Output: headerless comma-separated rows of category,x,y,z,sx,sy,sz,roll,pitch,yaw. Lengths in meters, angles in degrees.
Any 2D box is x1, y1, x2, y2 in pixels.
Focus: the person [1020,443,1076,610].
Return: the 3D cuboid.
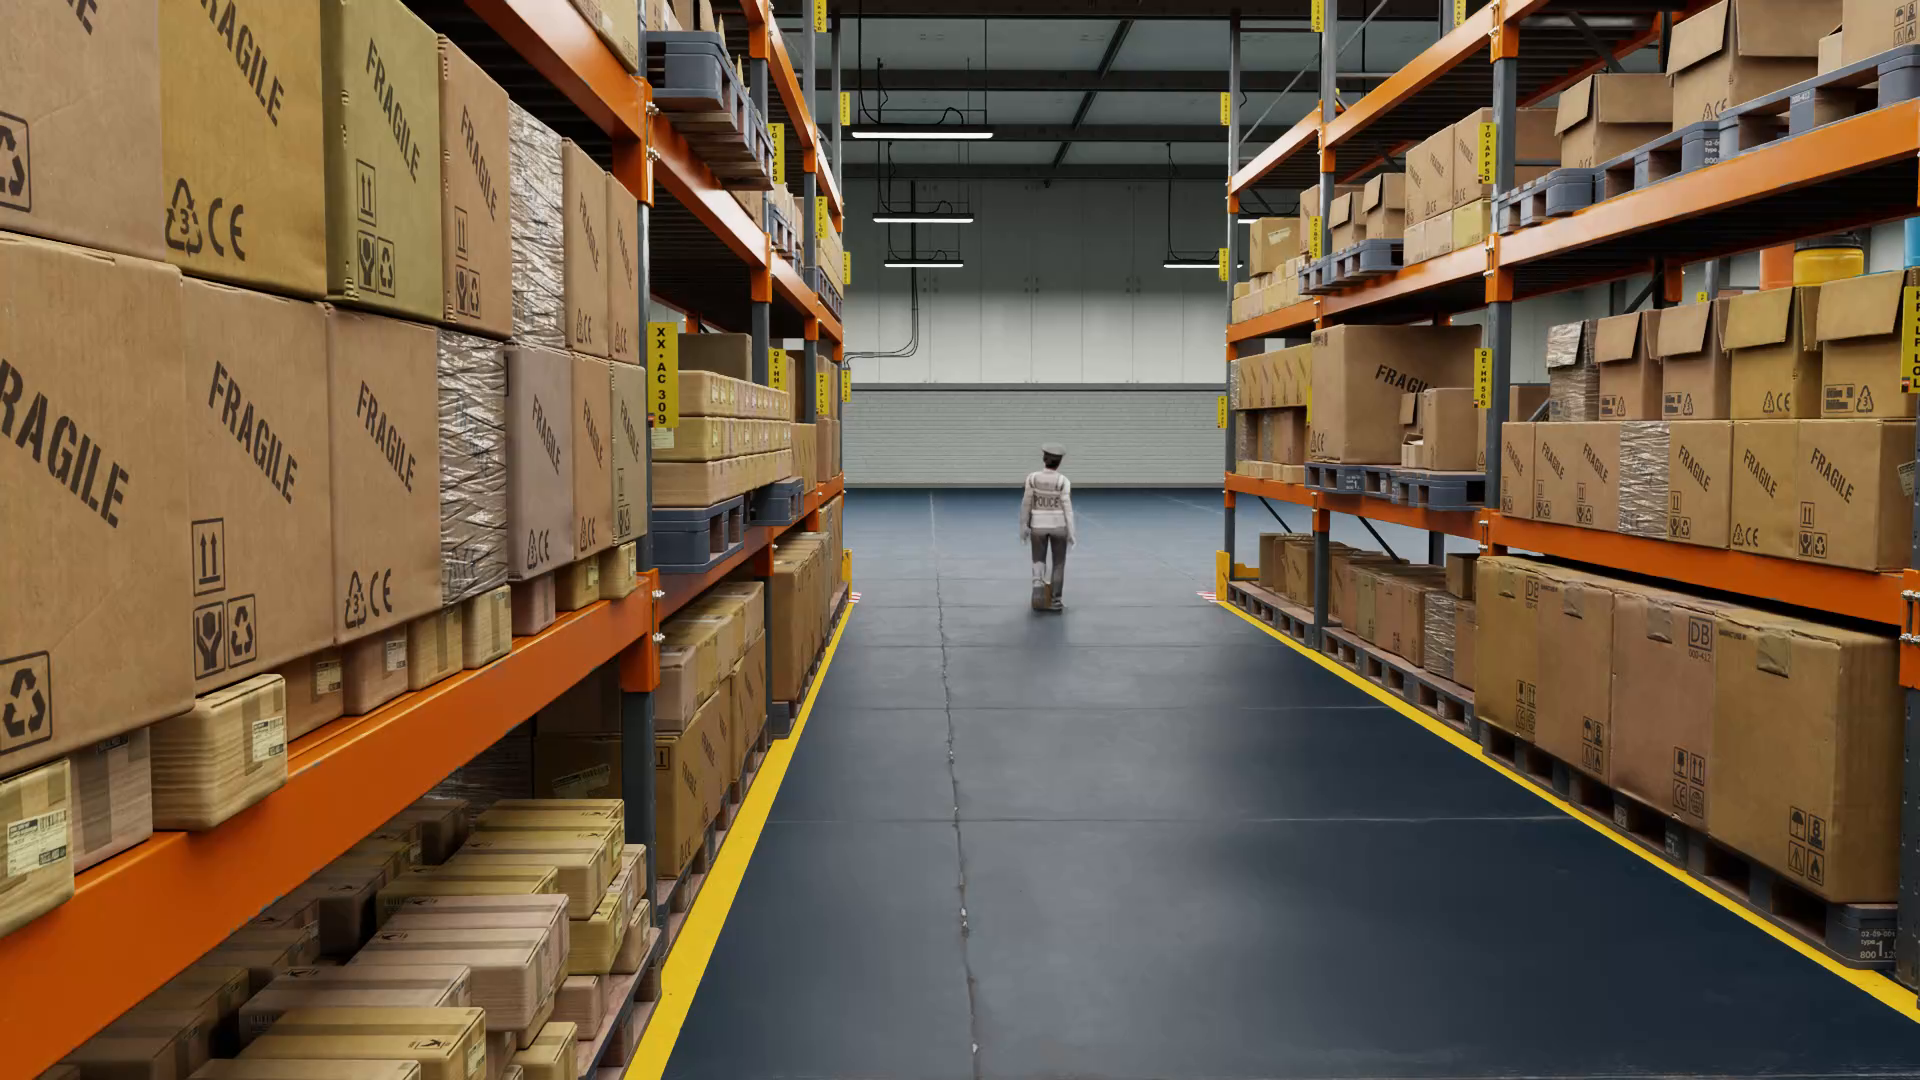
person,0.863,-0.120,15.978,0.531,1.618,0.746,1,4,12
